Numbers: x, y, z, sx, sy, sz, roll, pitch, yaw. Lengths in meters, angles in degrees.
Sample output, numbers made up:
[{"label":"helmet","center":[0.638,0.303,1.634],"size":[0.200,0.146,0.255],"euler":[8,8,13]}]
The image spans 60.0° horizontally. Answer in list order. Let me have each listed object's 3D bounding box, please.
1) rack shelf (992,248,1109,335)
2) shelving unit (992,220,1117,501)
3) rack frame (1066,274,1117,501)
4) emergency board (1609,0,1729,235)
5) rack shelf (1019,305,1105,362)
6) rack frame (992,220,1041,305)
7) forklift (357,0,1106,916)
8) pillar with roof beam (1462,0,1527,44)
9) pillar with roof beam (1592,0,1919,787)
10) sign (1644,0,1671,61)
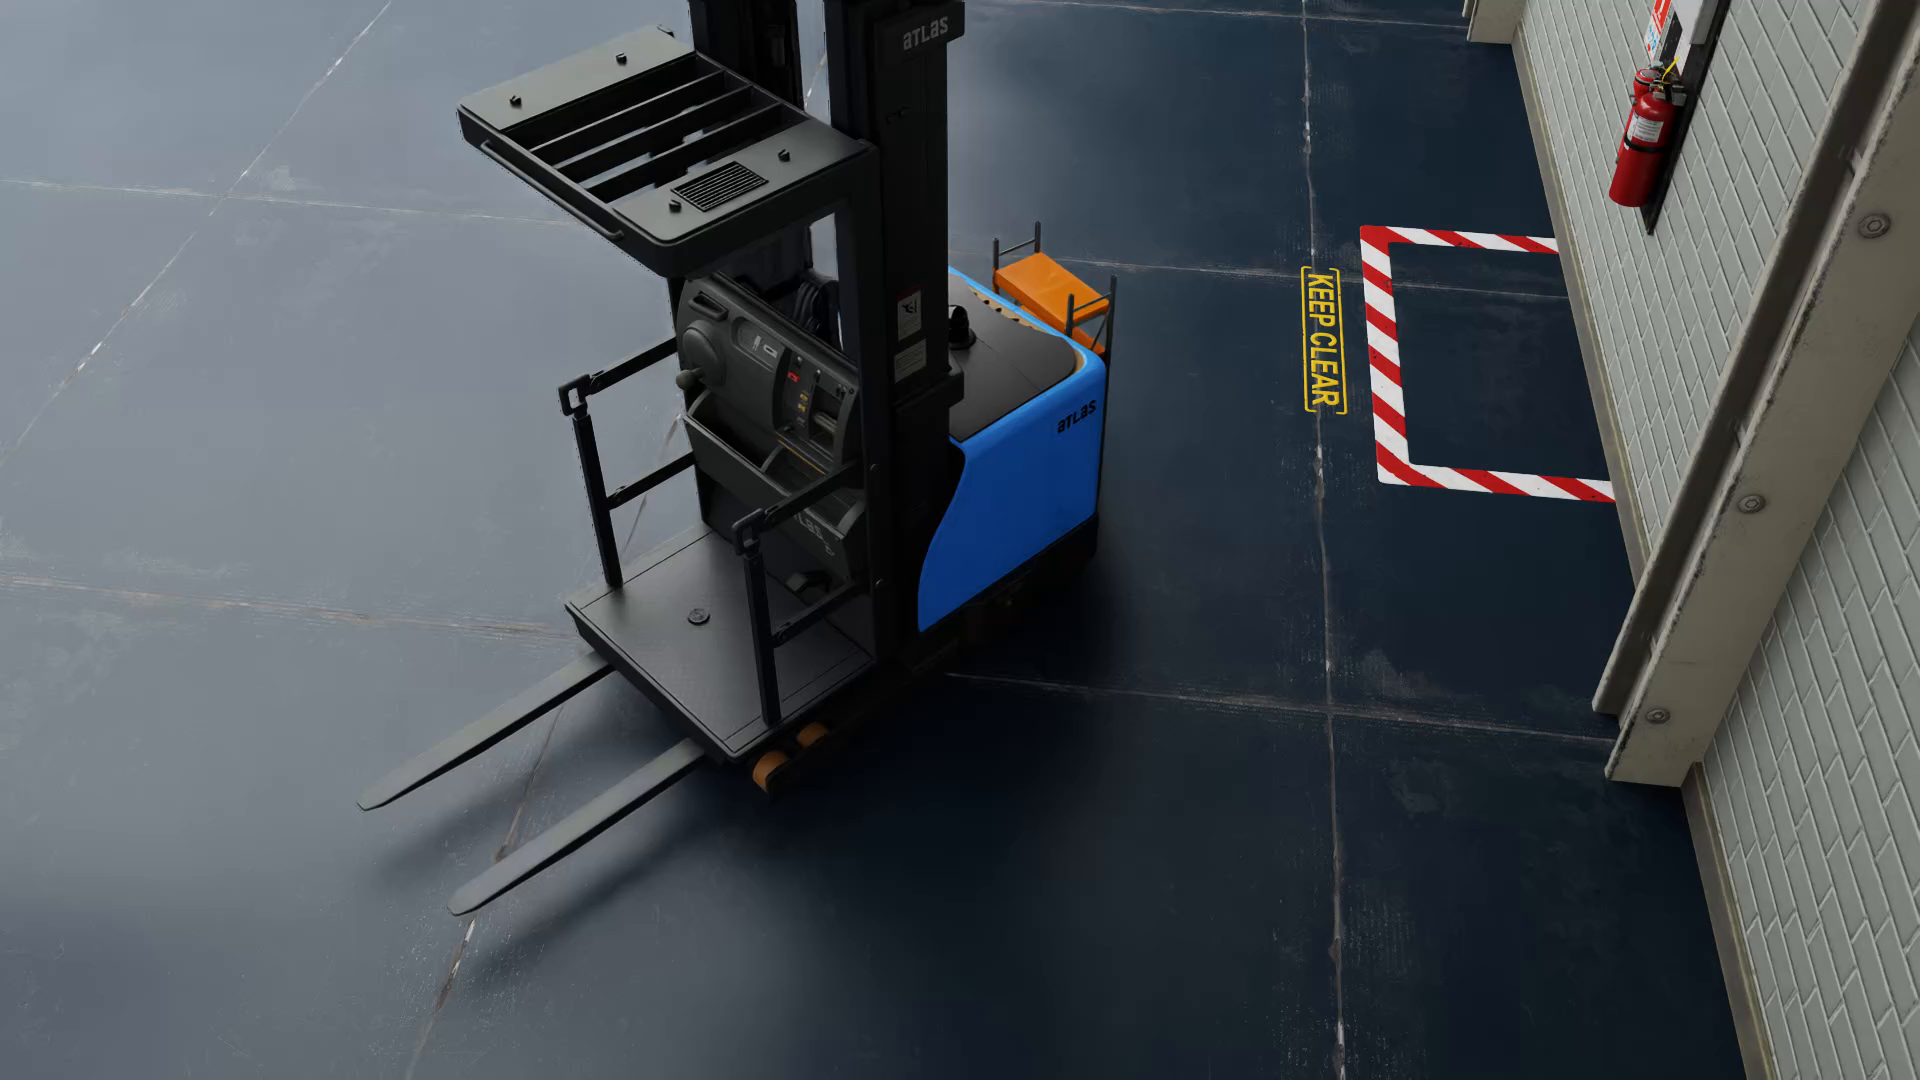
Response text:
[{"label":"rack shelf","center":[0.380,-0.991,6.852],"size":[0.258,0.148,0.480],"euler":[-27,50,-25]},{"label":"shelving unit","center":[0.380,-0.706,7.123],"size":[0.258,1.200,0.503],"euler":[-27,50,-25]},{"label":"rack frame","center":[0.524,-0.570,6.980],"size":[0.240,1.200,0.015],"euler":[-27,50,-25]},{"label":"emergency board","center":[2.990,-1.985,7.165],"size":[0.194,1.169,0.643],"euler":[5,44,6]},{"label":"rack shelf","center":[0.380,-0.819,7.015],"size":[0.258,0.148,0.480],"euler":[-27,50,-25]},{"label":"rack frame","center":[0.236,-0.841,7.265],"size":[0.240,1.200,0.015],"euler":[-27,50,-25]},{"label":"forklift","center":[-0.831,-0.521,5.668],"size":[3.031,2.935,1.130],"euler":[-33,53,-30]},{"label":"pillar with roof beam","center":[-0.848,-6.963,8.059],"size":[9.100,9.000,0.400],"euler":[5,44,6]},{"label":"pillar with roof beam","center":[-1.641,-2.874,3.740],"size":[9.100,9.000,0.400],"euler":[5,44,6]},{"label":"sign","center":[3.166,-2.365,7.541],"size":[0.001,0.329,0.234],"euler":[5,44,6]}]
